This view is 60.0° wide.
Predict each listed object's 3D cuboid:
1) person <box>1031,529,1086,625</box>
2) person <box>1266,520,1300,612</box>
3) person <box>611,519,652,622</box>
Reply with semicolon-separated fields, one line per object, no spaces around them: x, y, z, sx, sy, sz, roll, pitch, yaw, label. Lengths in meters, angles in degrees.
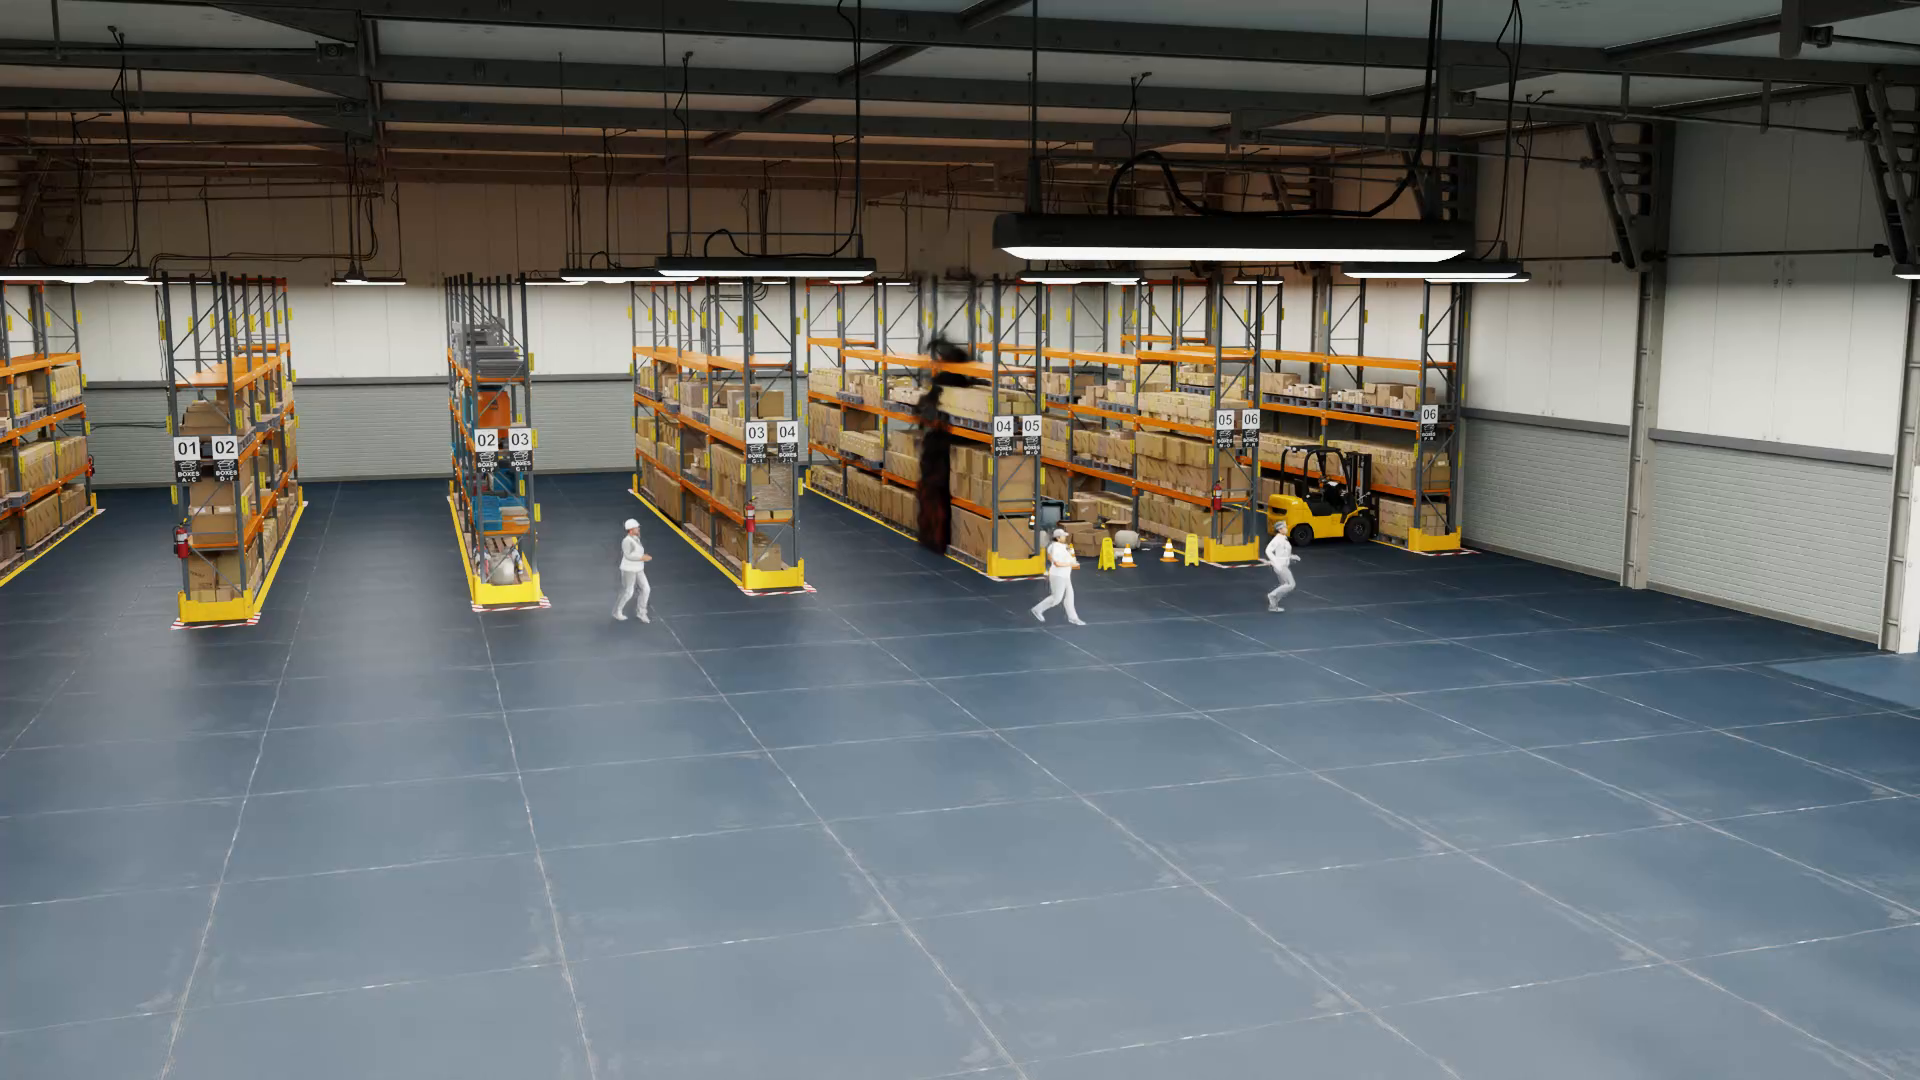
1.679;0.636;28.290;0.925;1.665;0.606;1;9;9;person
5.748;0.462;29.506;0.550;1.649;0.600;4;9;23;person
-5.641;0.557;28.646;0.756;1.849;0.668;2;9;11;person
